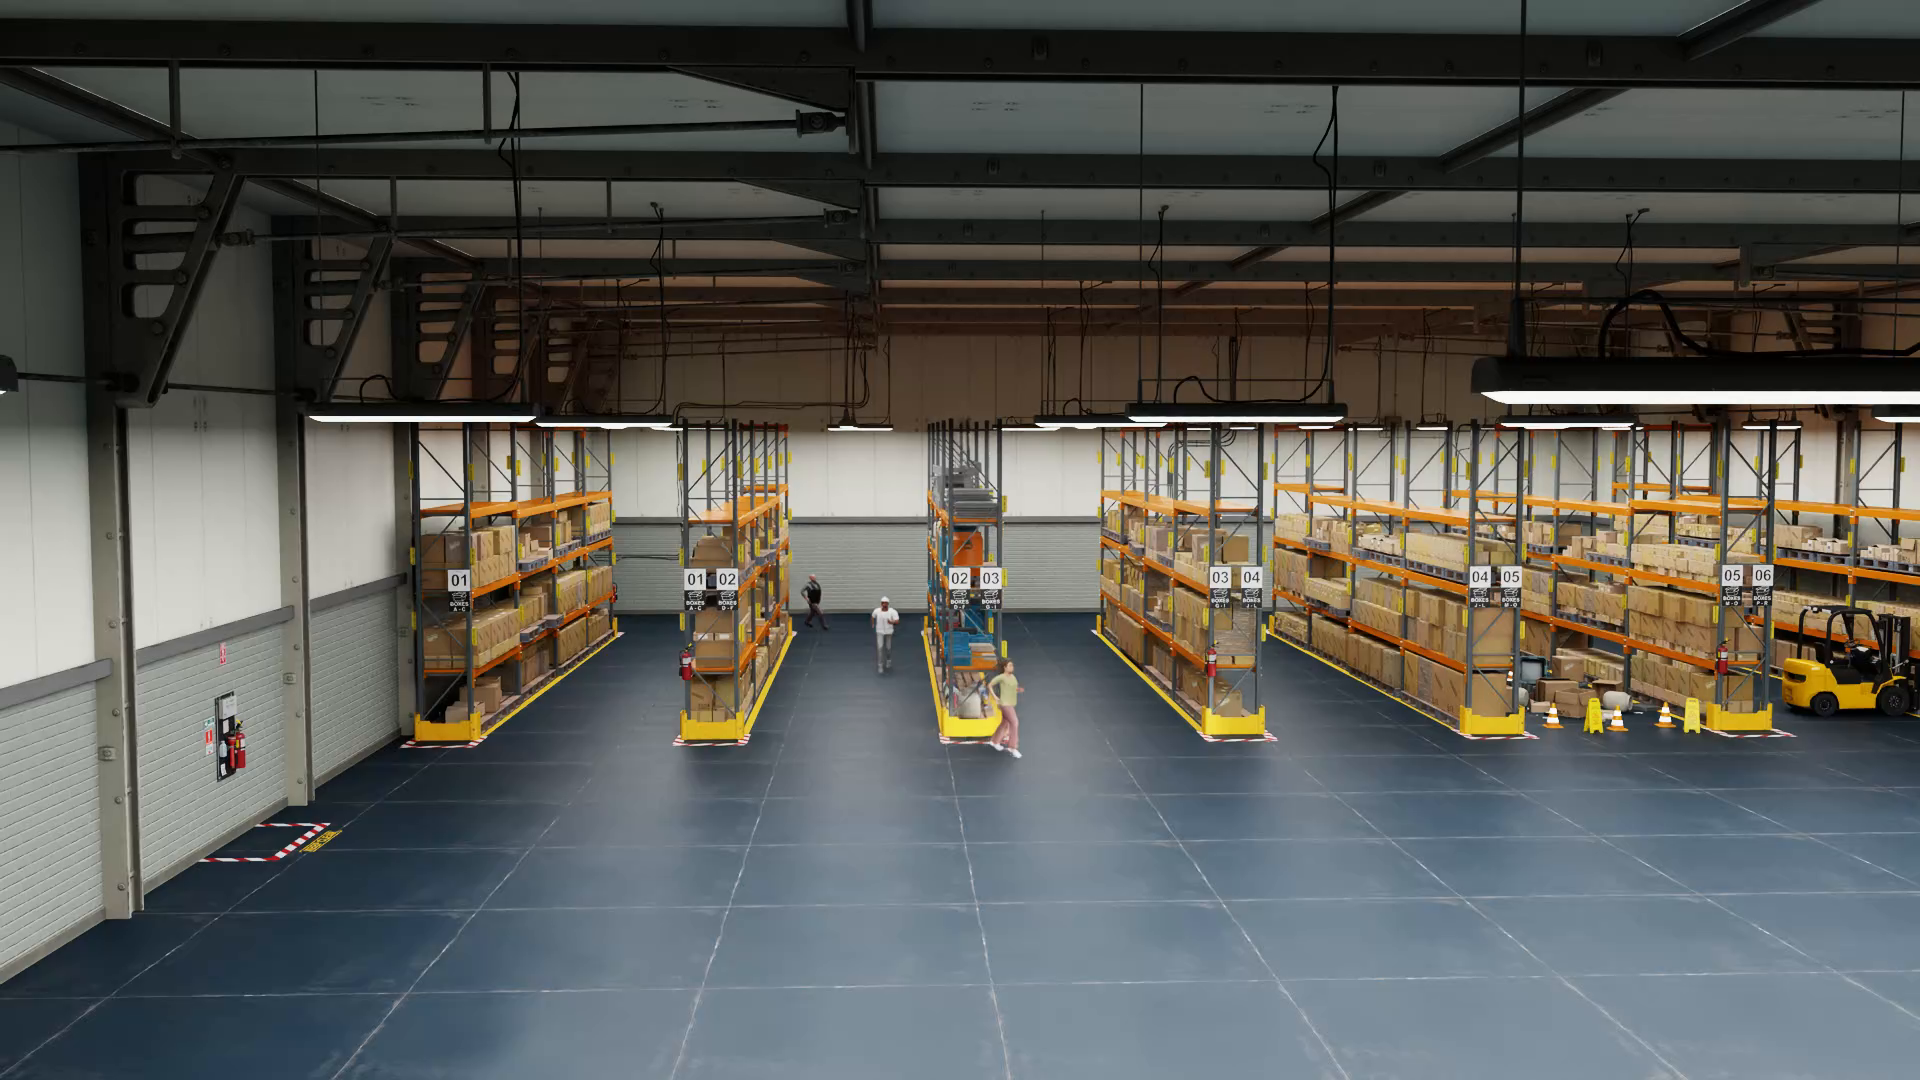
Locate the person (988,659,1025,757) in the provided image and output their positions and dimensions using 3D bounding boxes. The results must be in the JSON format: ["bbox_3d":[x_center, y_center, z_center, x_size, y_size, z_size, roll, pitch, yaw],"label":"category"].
[{"bbox_3d":[0.825,2.977,29.653,0.756,1.714,0.548,2,4,32],"label":"person"}]

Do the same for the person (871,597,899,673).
[{"bbox_3d":[-1.809,2.252,39.984,0.692,1.782,0.920,0,4,0],"label":"person"}]

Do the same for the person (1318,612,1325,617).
[{"bbox_3d":[10.693,1.804,48.645,0.587,1.679,0.594,-2,4,-25],"label":"person"}]

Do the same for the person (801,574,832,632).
[{"bbox_3d":[-4.221,1.807,48.117,0.952,1.690,0.758,2,4,27],"label":"person"}]
